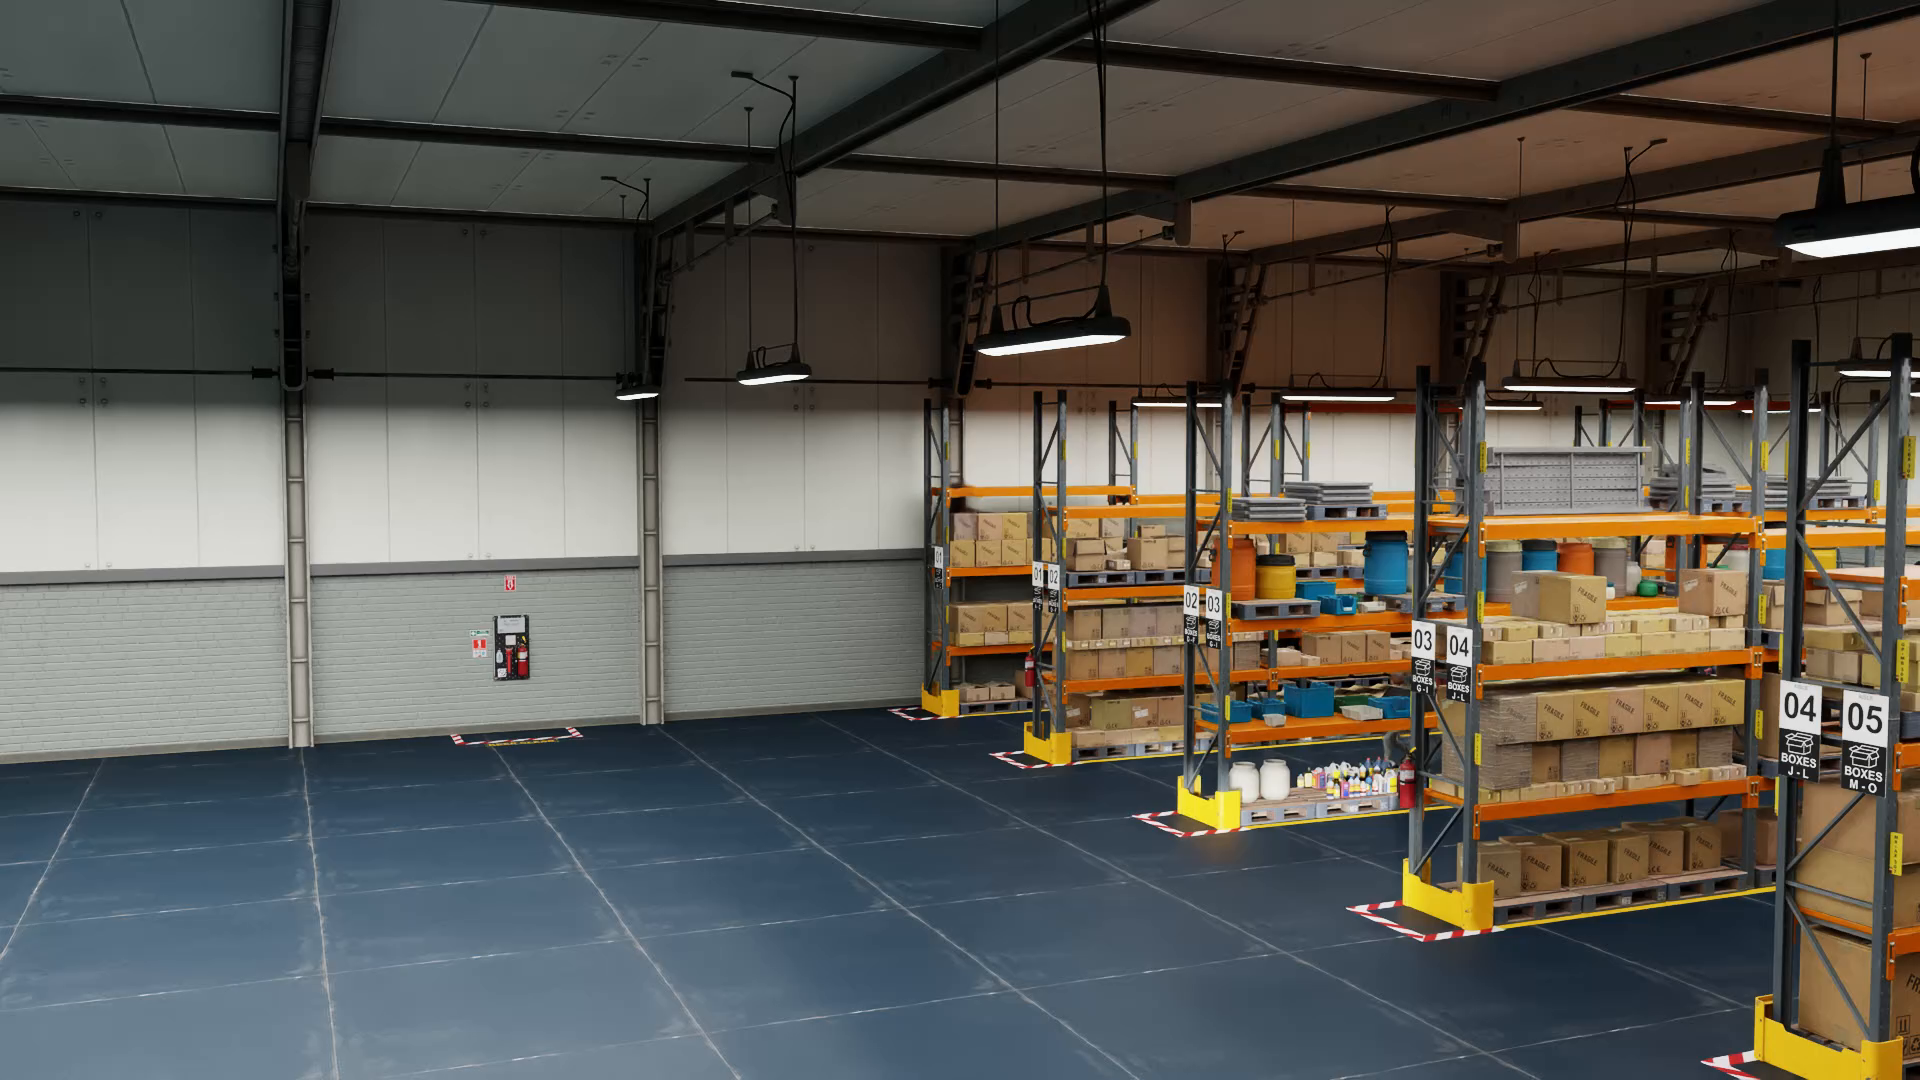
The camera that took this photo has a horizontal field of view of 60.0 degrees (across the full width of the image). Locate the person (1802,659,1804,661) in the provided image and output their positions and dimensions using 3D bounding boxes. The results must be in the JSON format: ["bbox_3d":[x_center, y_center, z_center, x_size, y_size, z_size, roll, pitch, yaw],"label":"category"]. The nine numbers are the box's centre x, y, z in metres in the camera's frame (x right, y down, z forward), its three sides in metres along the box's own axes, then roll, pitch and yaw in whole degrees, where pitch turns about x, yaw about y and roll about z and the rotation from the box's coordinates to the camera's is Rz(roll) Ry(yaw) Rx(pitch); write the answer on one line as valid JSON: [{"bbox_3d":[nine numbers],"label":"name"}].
[{"bbox_3d":[17.386,2.240,34.480,0.531,1.787,0.603,-3,4,-41],"label":"person"}]

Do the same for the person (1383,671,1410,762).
[{"bbox_3d":[6.884,2.843,26.226,0.823,1.539,0.505,-2,4,-25],"label":"person"}]
